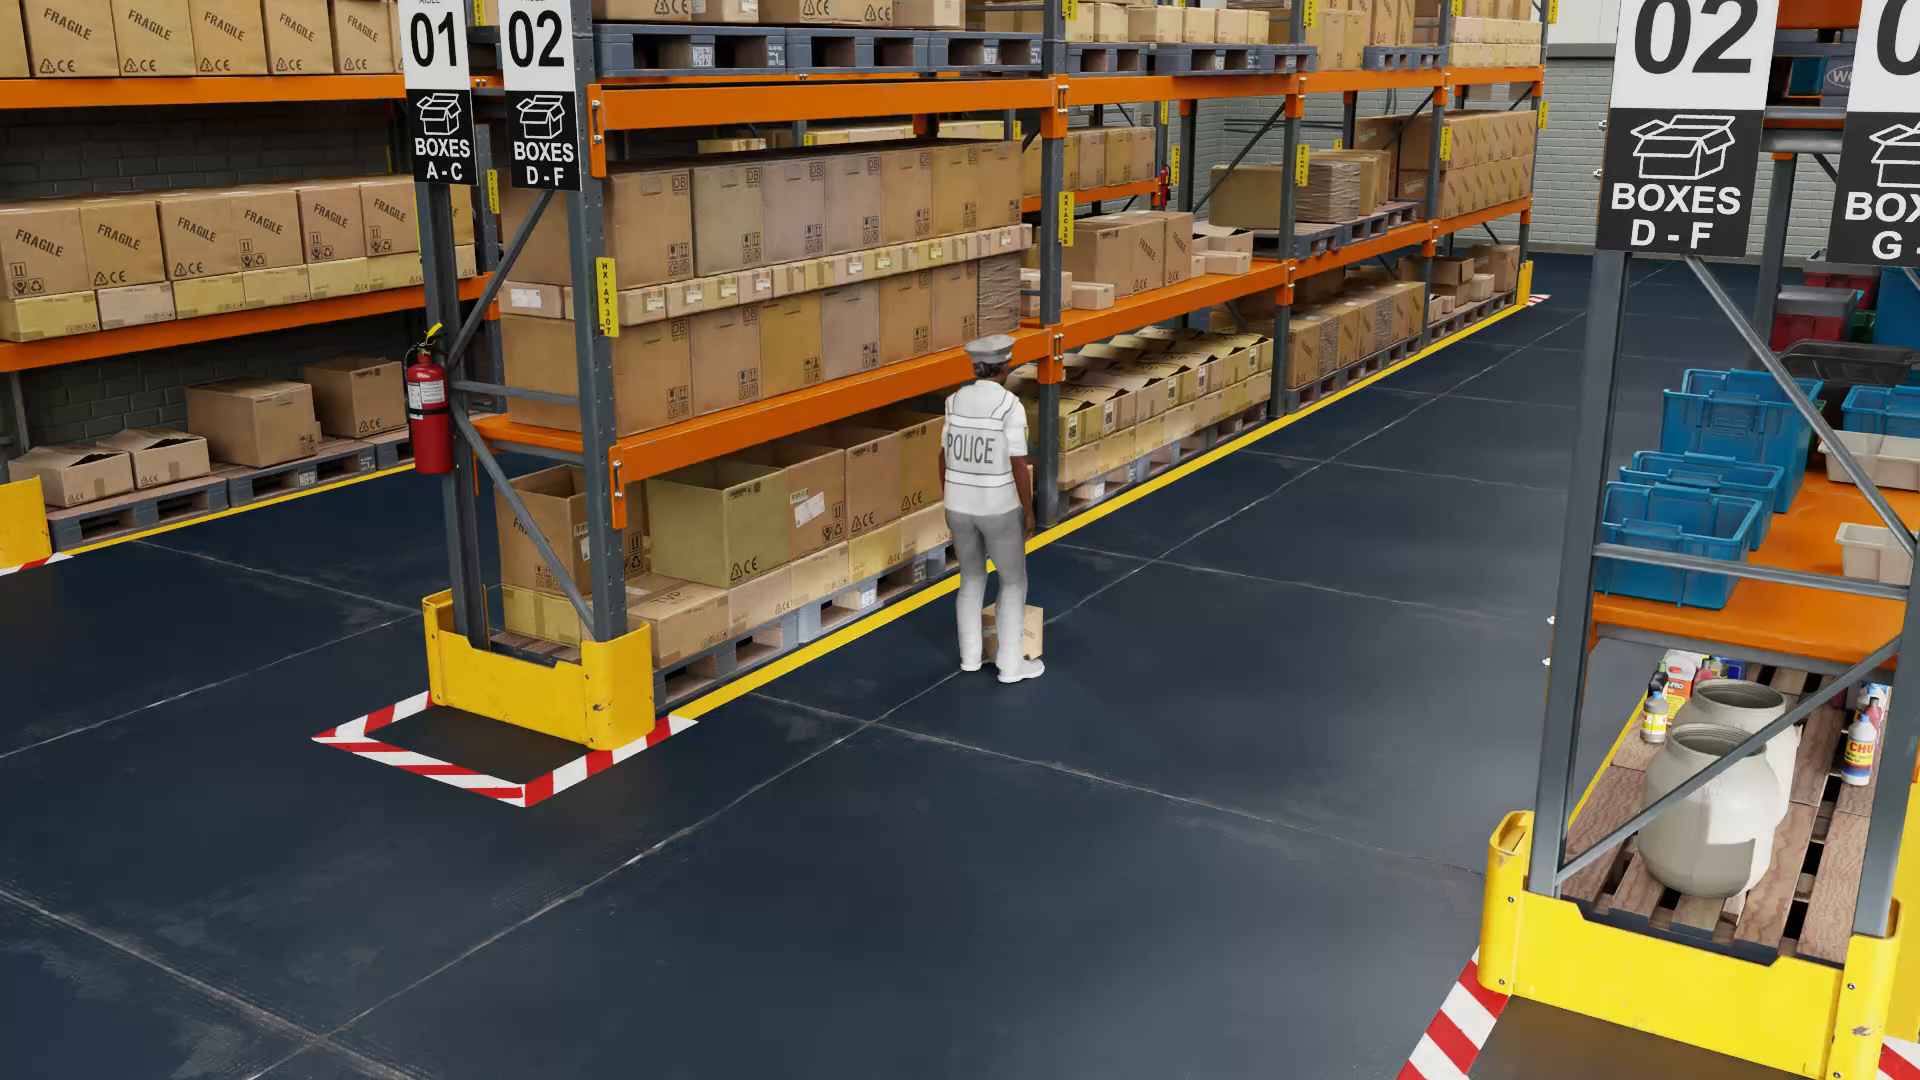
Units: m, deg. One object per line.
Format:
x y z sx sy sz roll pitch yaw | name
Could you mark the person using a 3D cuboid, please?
0.143 -0.146 8.034 0.506 1.660 0.415 10 19 30 | person
